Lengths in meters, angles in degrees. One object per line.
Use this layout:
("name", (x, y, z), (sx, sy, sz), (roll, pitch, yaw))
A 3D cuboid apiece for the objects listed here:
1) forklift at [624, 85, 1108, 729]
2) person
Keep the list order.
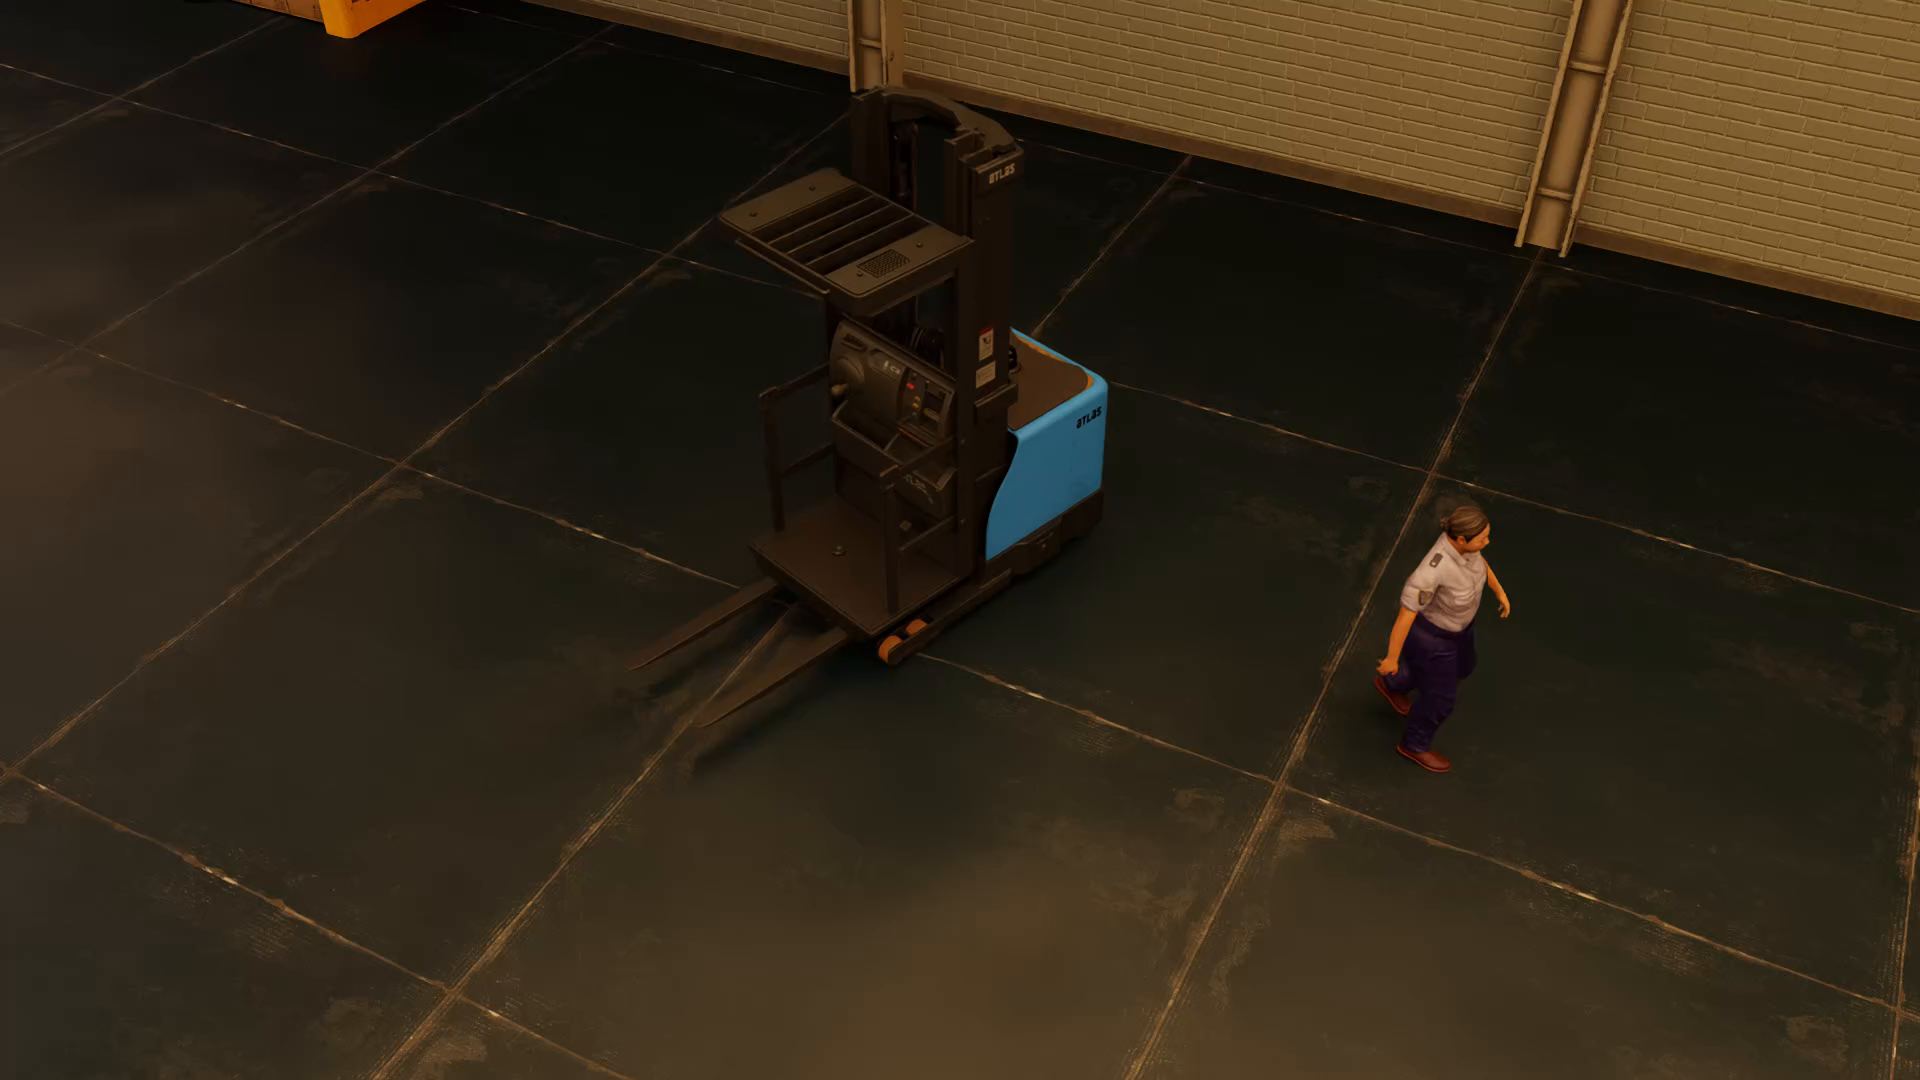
("forklift", (-0.525, -0.793, 8.928), (3.031, 2.935, 1.130), (-32, 50, -32))
("person", (2.416, 0.463, 8.453), (0.564, 1.633, 0.719), (22, 45, 24))
